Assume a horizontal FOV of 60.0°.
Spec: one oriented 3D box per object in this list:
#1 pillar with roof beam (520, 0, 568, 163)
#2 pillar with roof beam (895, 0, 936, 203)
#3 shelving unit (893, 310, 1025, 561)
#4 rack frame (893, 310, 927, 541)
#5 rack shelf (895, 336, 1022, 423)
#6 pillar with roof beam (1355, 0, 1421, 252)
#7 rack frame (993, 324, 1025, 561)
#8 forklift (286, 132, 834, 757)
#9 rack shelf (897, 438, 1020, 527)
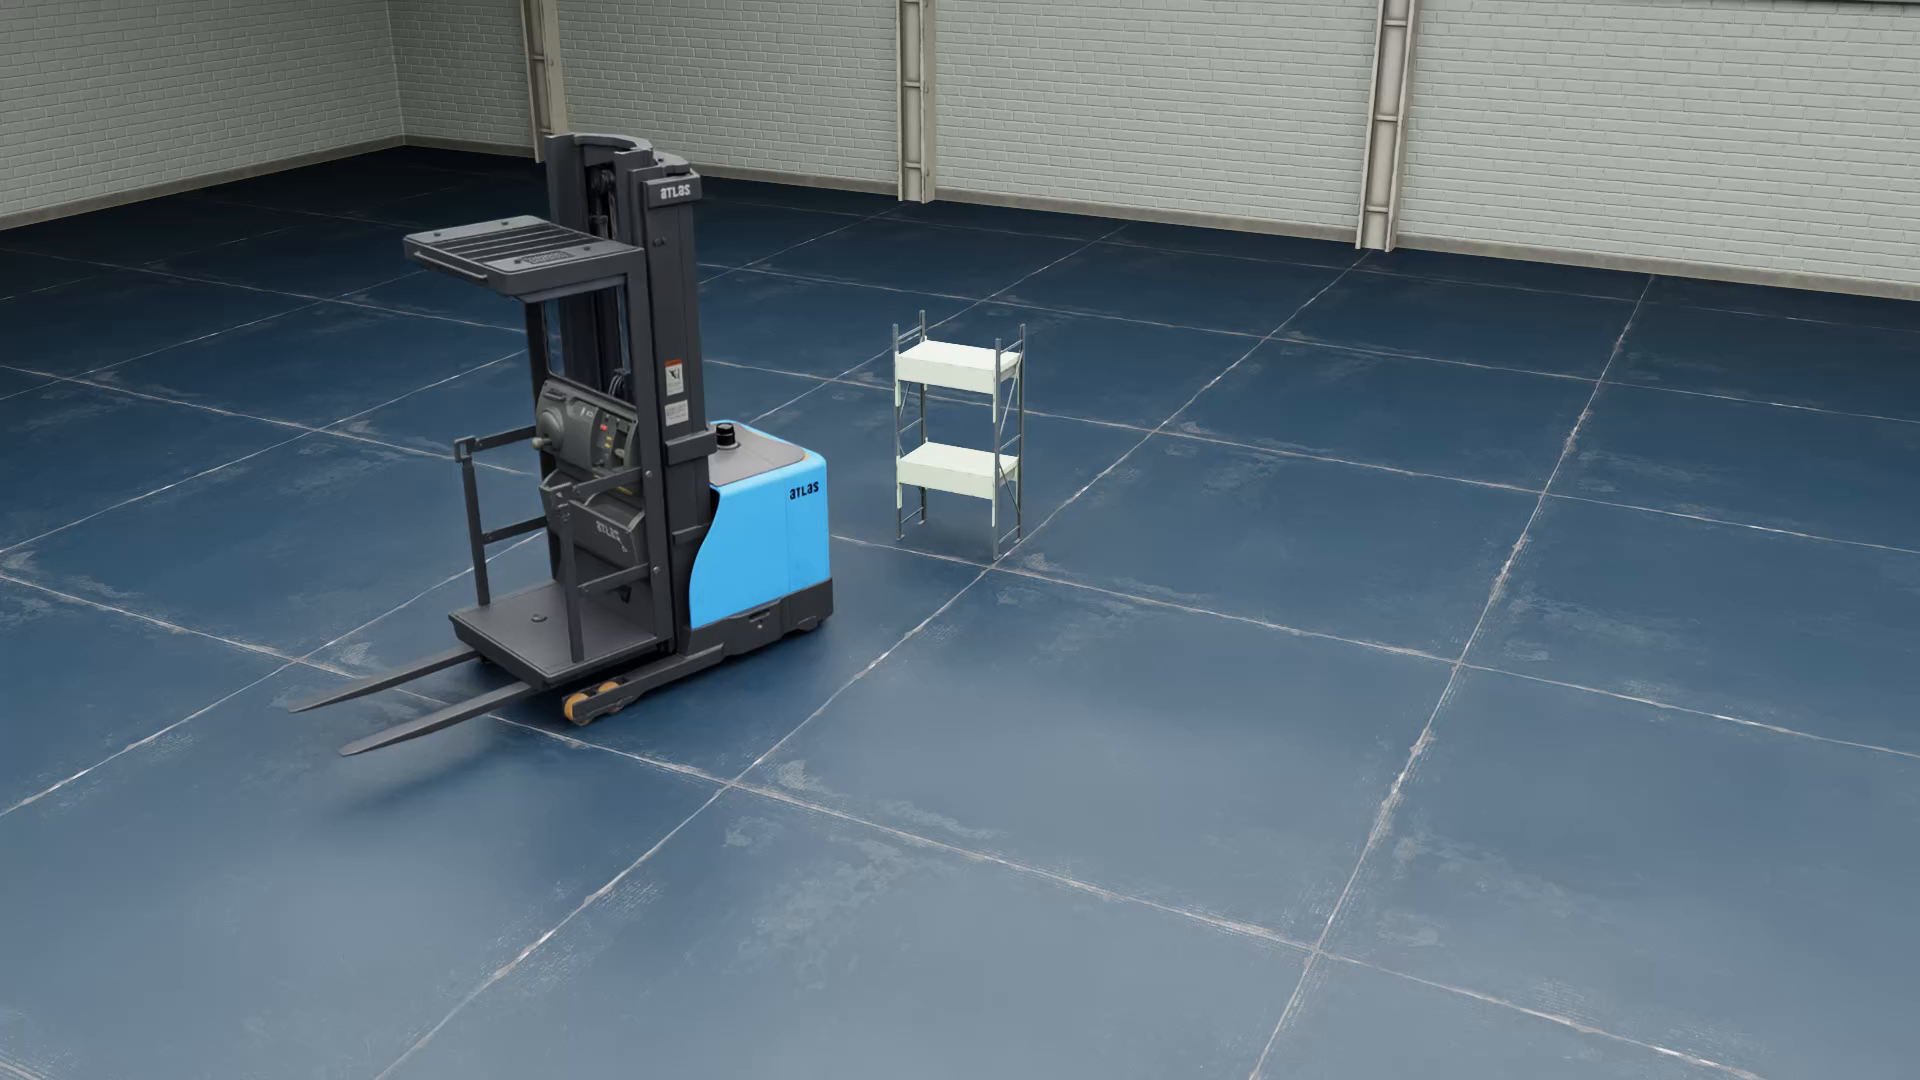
[{"bbox_3d":[-7.858,-8.133,18.876,0.400,9.000,9.100,11,25,25],"label":"pillar with roof beam"},{"bbox_3d":[-2.503,-7.074,16.385,0.400,9.000,9.100,11,25,25],"label":"pillar with roof beam"},{"bbox_3d":[-0.006,-0.691,10.959,0.755,1.500,0.431,11,25,25],"label":"shelving unit"},{"bbox_3d":[-0.333,-0.756,11.111,0.023,1.500,0.400,11,25,25],"label":"rack frame"},{"bbox_3d":[-0.006,-1.050,10.807,0.720,0.370,0.431,11,25,25],"label":"rack shelf"},{"bbox_3d":[2.851,-6.014,13.893,0.400,9.000,9.100,11,25,25],"label":"pillar with roof beam"},{"bbox_3d":[0.321,-0.627,10.807,0.023,1.500,0.400,11,25,25],"label":"rack frame"},{"bbox_3d":[-2.175,-0.585,8.881,3.031,2.935,1.130,-21,31,-40],"label":"forklift"},{"bbox_3d":[-0.006,-0.391,11.087,0.720,0.370,0.431,11,25,25],"label":"rack shelf"}]
